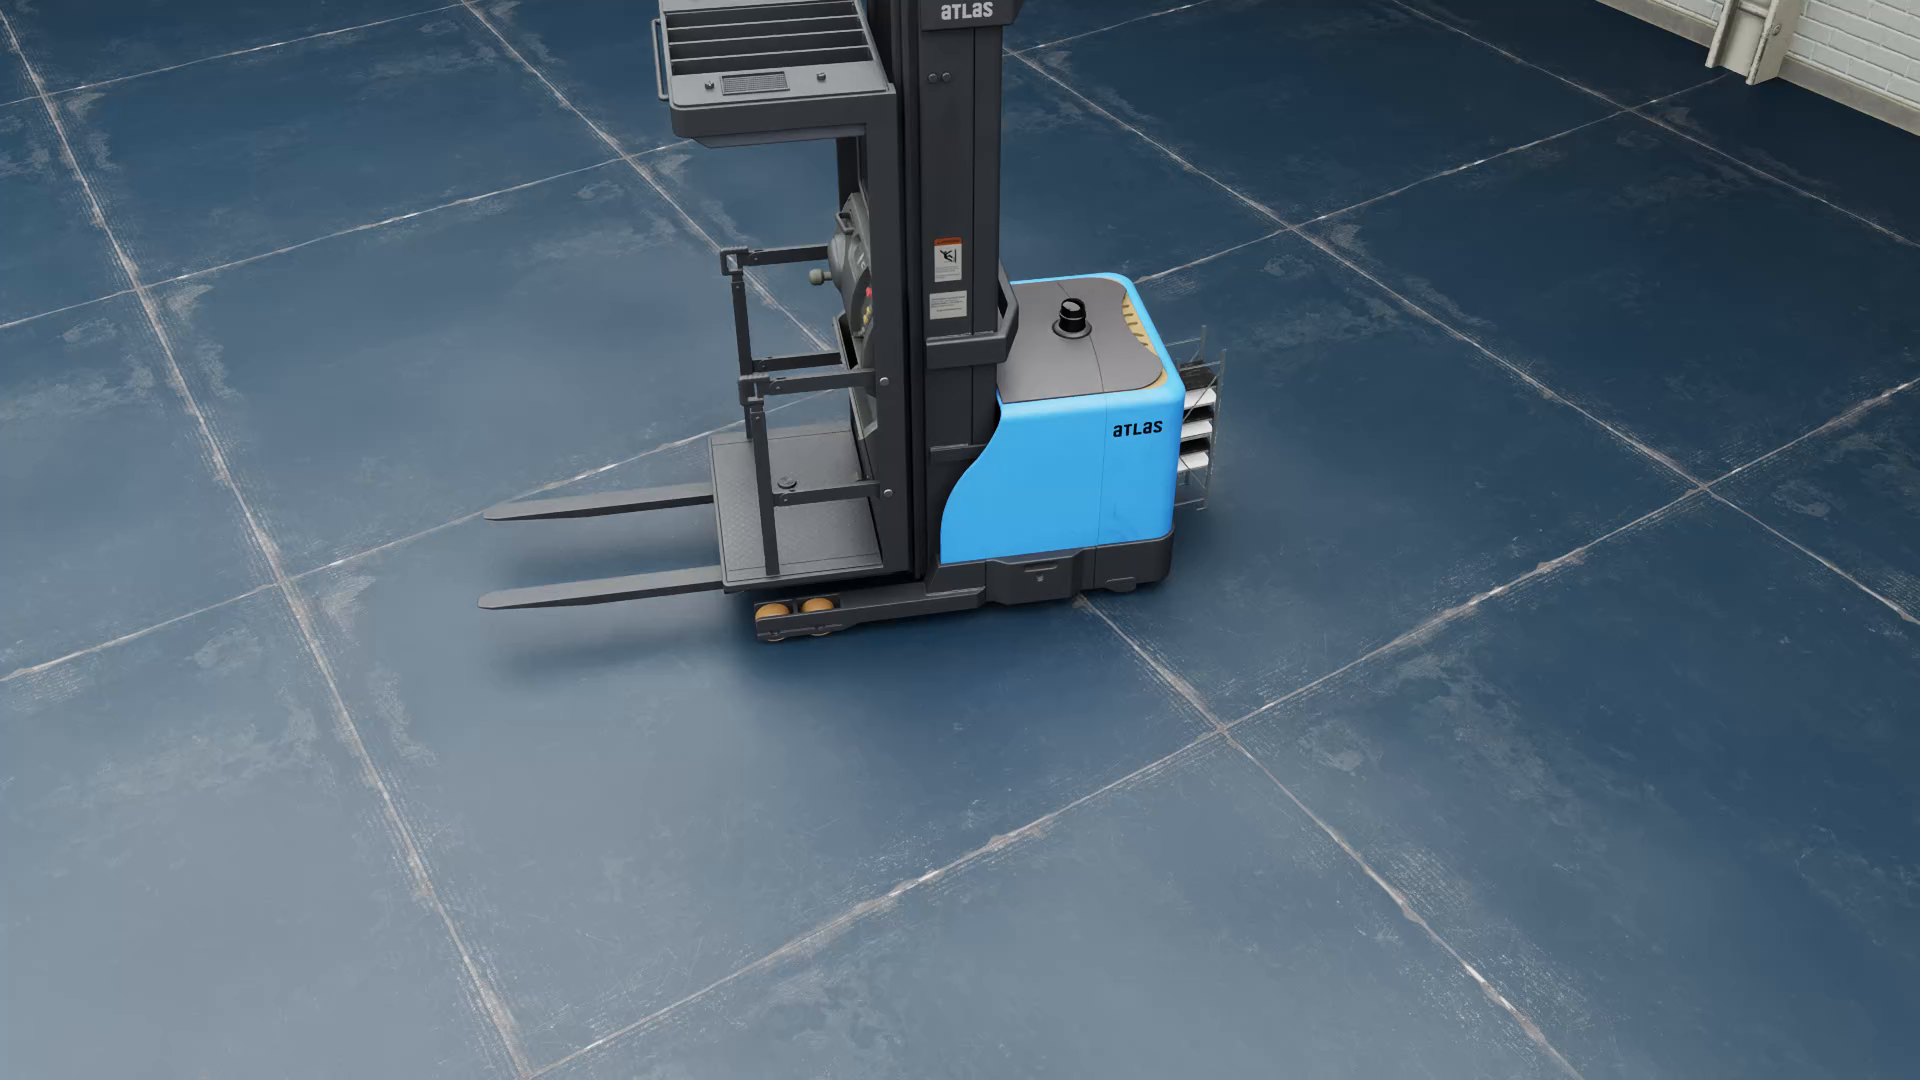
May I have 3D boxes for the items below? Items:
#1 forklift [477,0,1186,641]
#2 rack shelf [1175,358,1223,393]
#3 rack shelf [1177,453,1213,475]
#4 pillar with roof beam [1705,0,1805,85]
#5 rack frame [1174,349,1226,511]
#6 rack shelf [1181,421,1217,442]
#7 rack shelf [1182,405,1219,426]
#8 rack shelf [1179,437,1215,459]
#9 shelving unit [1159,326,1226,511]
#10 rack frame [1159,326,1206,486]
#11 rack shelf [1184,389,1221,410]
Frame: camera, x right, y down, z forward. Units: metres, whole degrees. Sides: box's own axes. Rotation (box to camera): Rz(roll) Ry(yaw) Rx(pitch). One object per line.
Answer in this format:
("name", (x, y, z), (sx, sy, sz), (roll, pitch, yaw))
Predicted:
("forklift", (-0.619, -1.054, 6.725), (3.031, 2.935, 1.130), (-7, 40, -8))
("rack shelf", (1.031, -0.717, 7.537), (0.258, 0.077, 0.200), (-12, 41, -14))
("rack shelf", (1.031, -0.371, 7.825), (0.258, 0.077, 0.200), (-12, 41, -14))
("pillar with roof beam", (1.887, -5.290, 7.068), (9.100, 9.000, 0.400), (-22, 45, -24))
("rack frame", (1.063, -0.473, 7.615), (0.240, 0.900, 0.006), (-12, 41, -14))
("rack shelf", (1.031, -0.509, 7.710), (0.258, 0.077, 0.200), (-12, 41, -14))
("rack shelf", (1.031, -0.578, 7.652), (0.258, 0.077, 0.200), (-12, 41, -14))
("rack shelf", (1.031, -0.440, 7.768), (0.258, 0.077, 0.200), (-12, 41, -14))
("shelving unit", (1.031, -0.535, 7.689), (0.258, 0.900, 0.210), (-12, 41, -14))
("rack frame", (0.998, -0.596, 7.763), (0.240, 0.900, 0.006), (-12, 41, -14))
("rack shelf", (1.031, -0.647, 7.595), (0.258, 0.077, 0.200), (-12, 41, -14))
